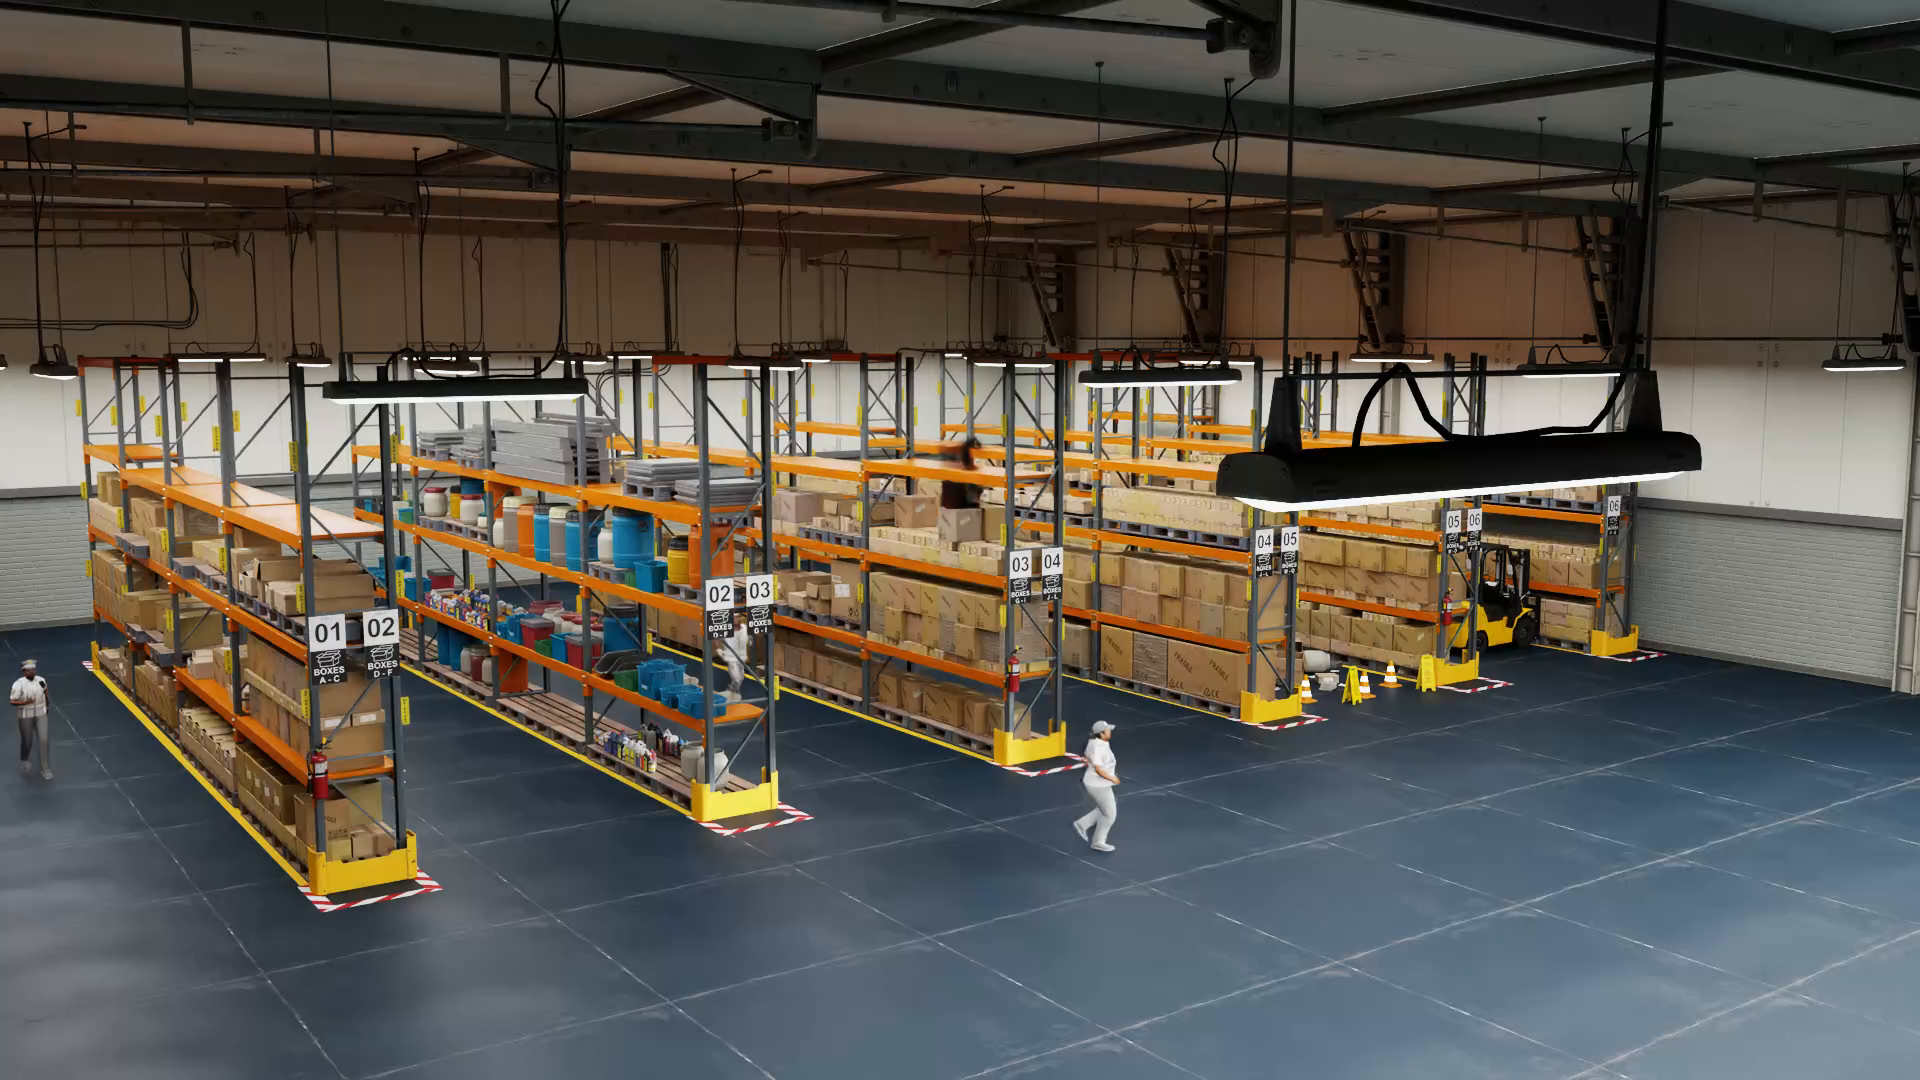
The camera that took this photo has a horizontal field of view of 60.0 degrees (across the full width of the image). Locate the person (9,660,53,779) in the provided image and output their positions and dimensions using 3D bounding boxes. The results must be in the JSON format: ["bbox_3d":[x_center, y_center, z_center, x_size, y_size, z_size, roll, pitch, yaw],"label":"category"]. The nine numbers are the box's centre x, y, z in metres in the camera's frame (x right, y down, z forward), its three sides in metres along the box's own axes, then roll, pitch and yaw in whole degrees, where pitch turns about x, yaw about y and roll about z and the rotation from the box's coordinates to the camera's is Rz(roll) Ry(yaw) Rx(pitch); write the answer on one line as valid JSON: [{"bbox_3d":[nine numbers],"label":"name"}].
[{"bbox_3d":[-13.378,2.554,23.991,0.575,1.696,0.909,-7,10,-44],"label":"person"}]

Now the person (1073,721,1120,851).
[{"bbox_3d":[1.694,3.044,20.576,0.551,1.639,0.613,0,7,-4],"label":"person"}]

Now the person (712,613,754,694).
[{"bbox_3d":[-3.804,2.062,28.115,0.657,1.822,0.803,-6,9,-38],"label":"person"}]
